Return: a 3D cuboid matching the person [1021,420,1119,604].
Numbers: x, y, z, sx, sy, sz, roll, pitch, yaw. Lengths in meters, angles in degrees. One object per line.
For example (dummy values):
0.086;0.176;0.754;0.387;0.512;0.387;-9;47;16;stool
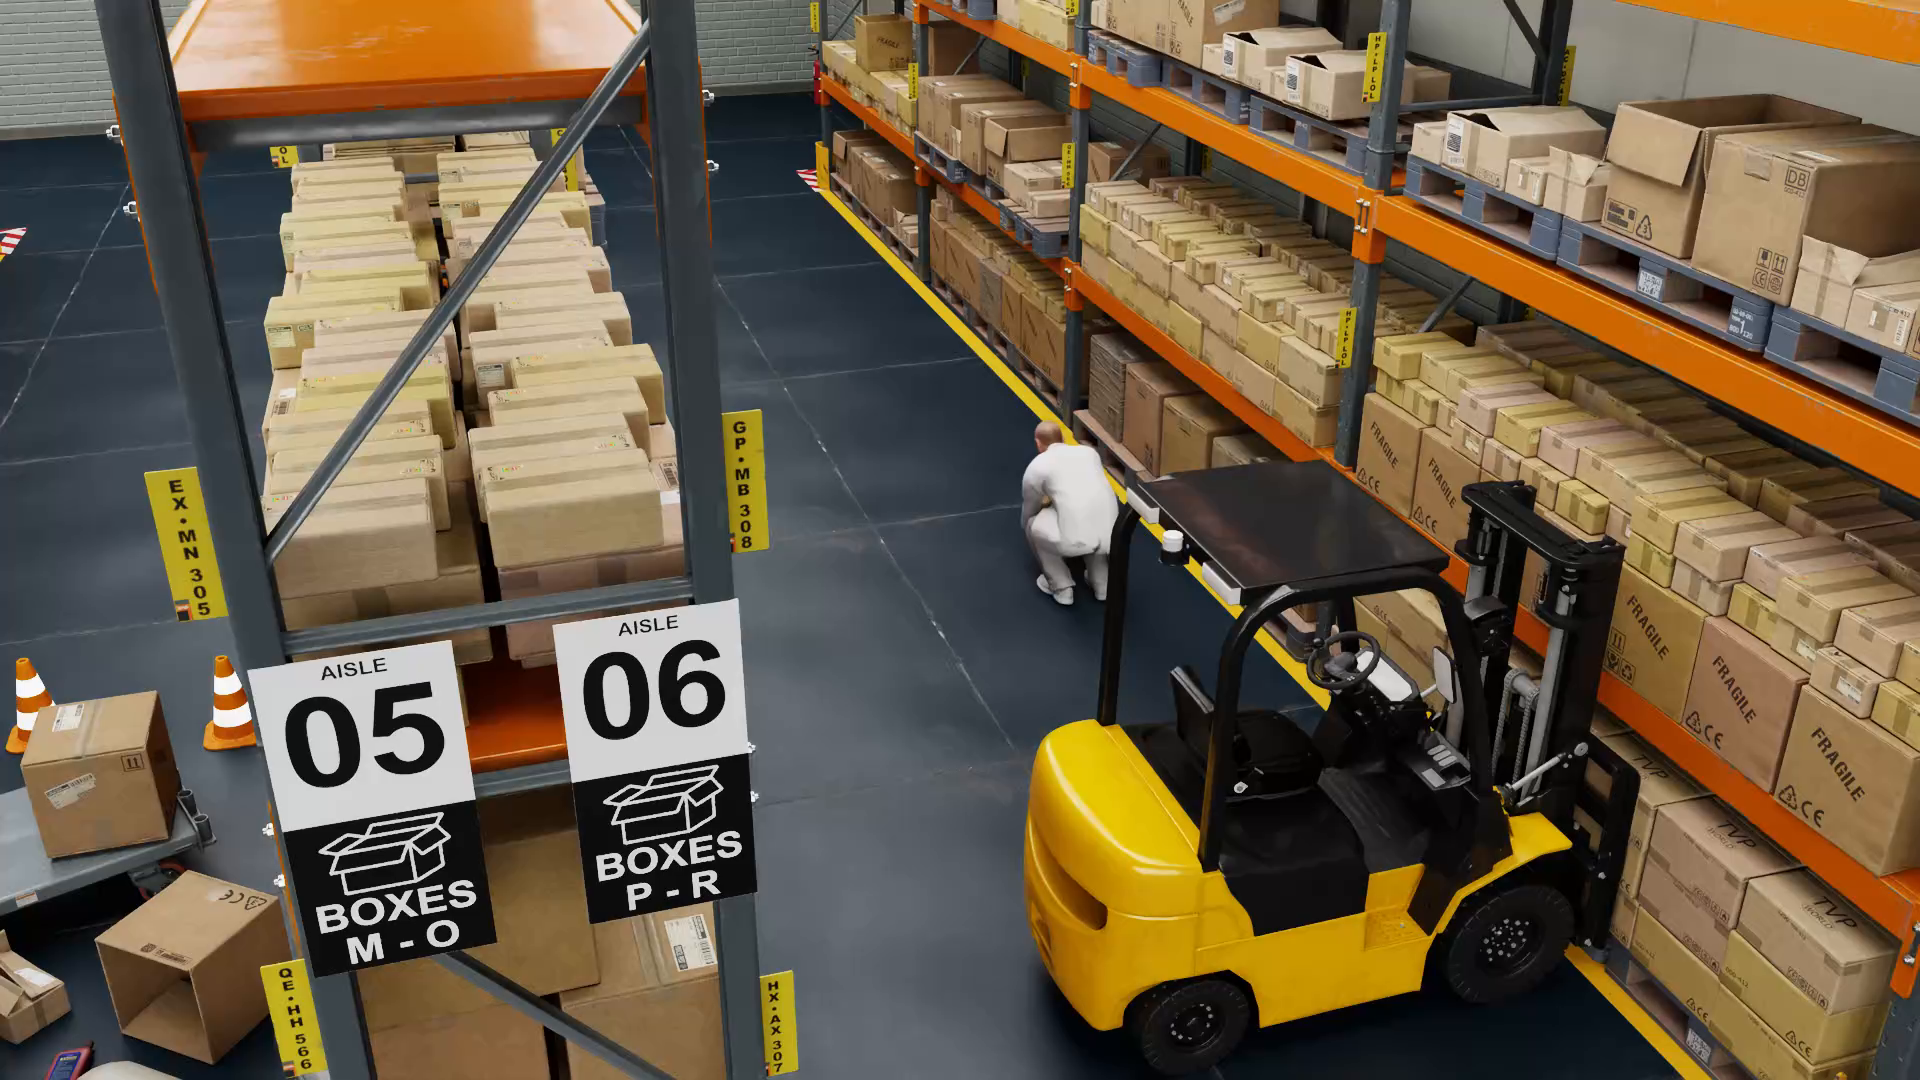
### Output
0.687;-0.189;10.409;0.579;1.004;0.926;-8;27;-17;person
